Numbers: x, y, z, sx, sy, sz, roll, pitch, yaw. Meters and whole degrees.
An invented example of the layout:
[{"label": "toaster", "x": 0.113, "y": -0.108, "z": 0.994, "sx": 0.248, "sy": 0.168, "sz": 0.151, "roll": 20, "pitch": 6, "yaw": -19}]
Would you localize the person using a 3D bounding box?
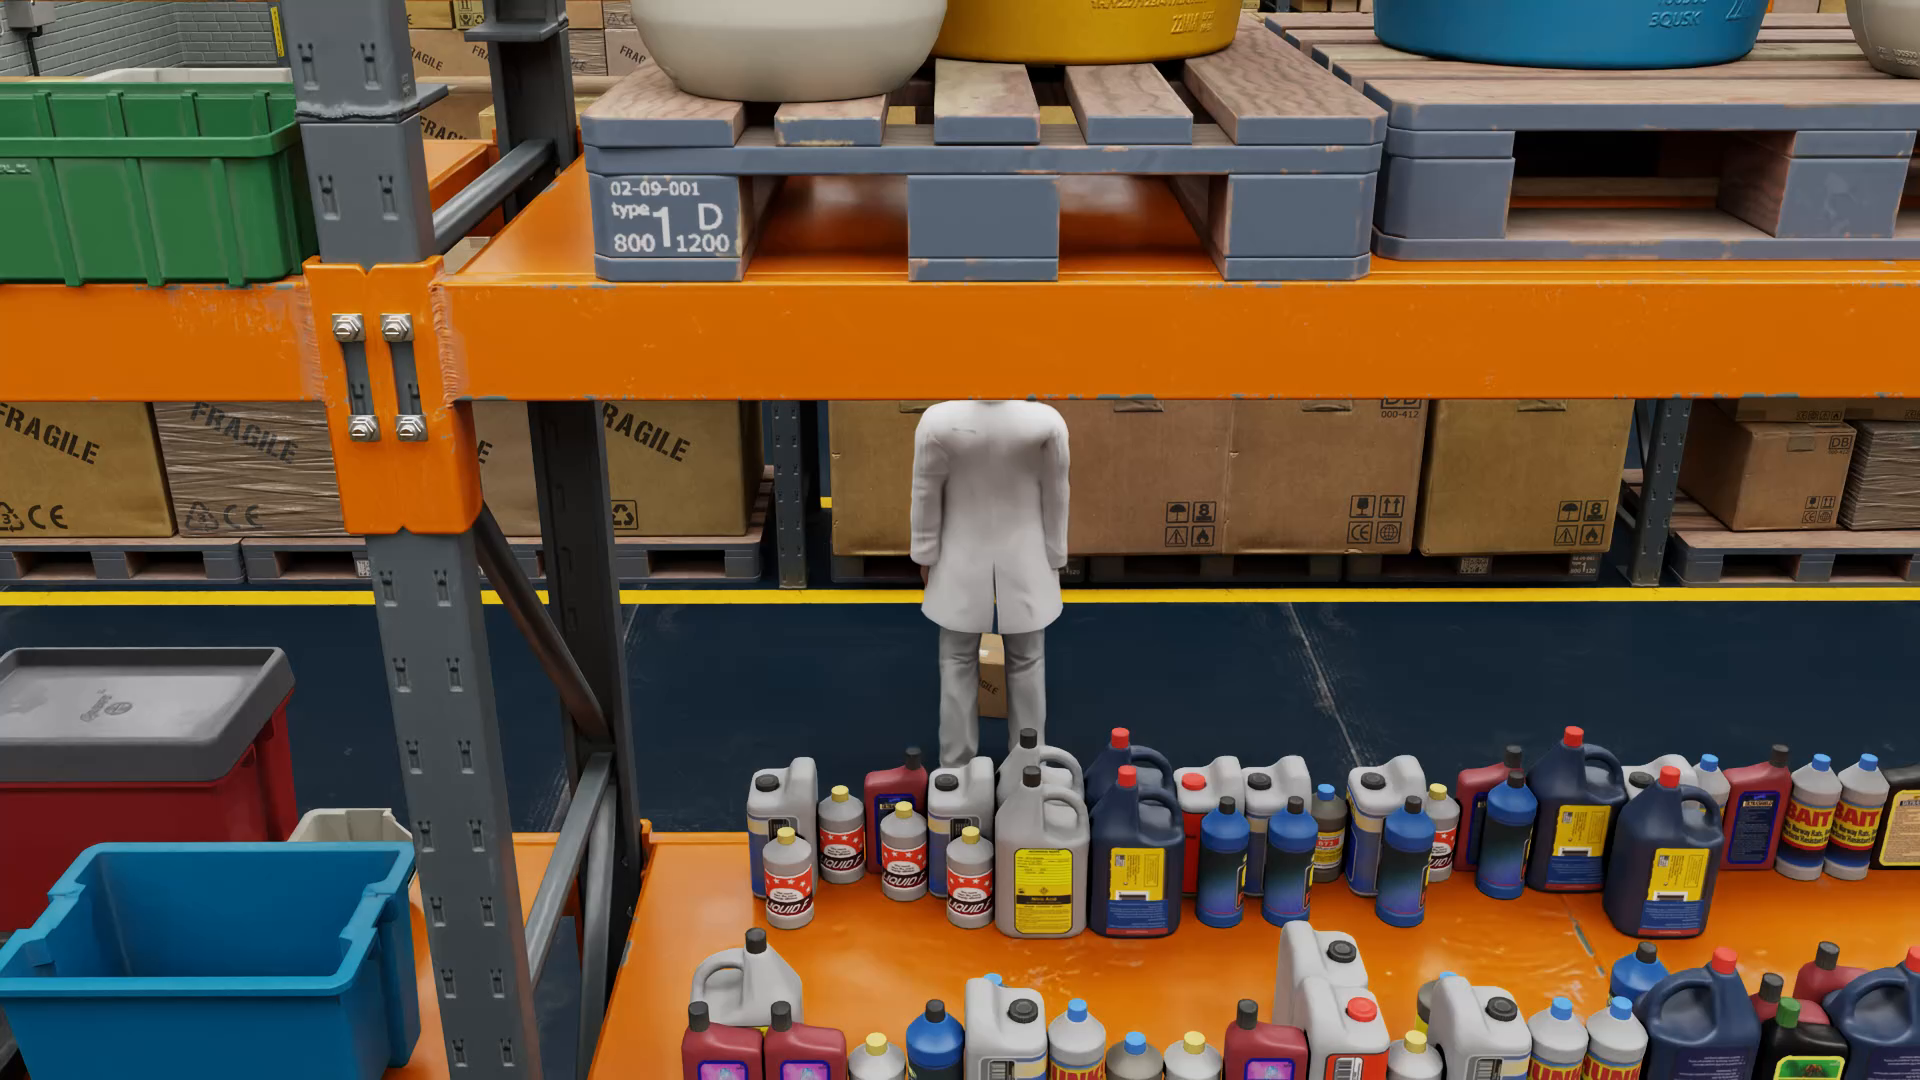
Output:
[{"label": "person", "x": 0.103, "y": 0.074, "z": 5.954, "sx": 0.560, "sy": 1.775, "sz": 0.378, "roll": 0, "pitch": 24, "yaw": 1}]
